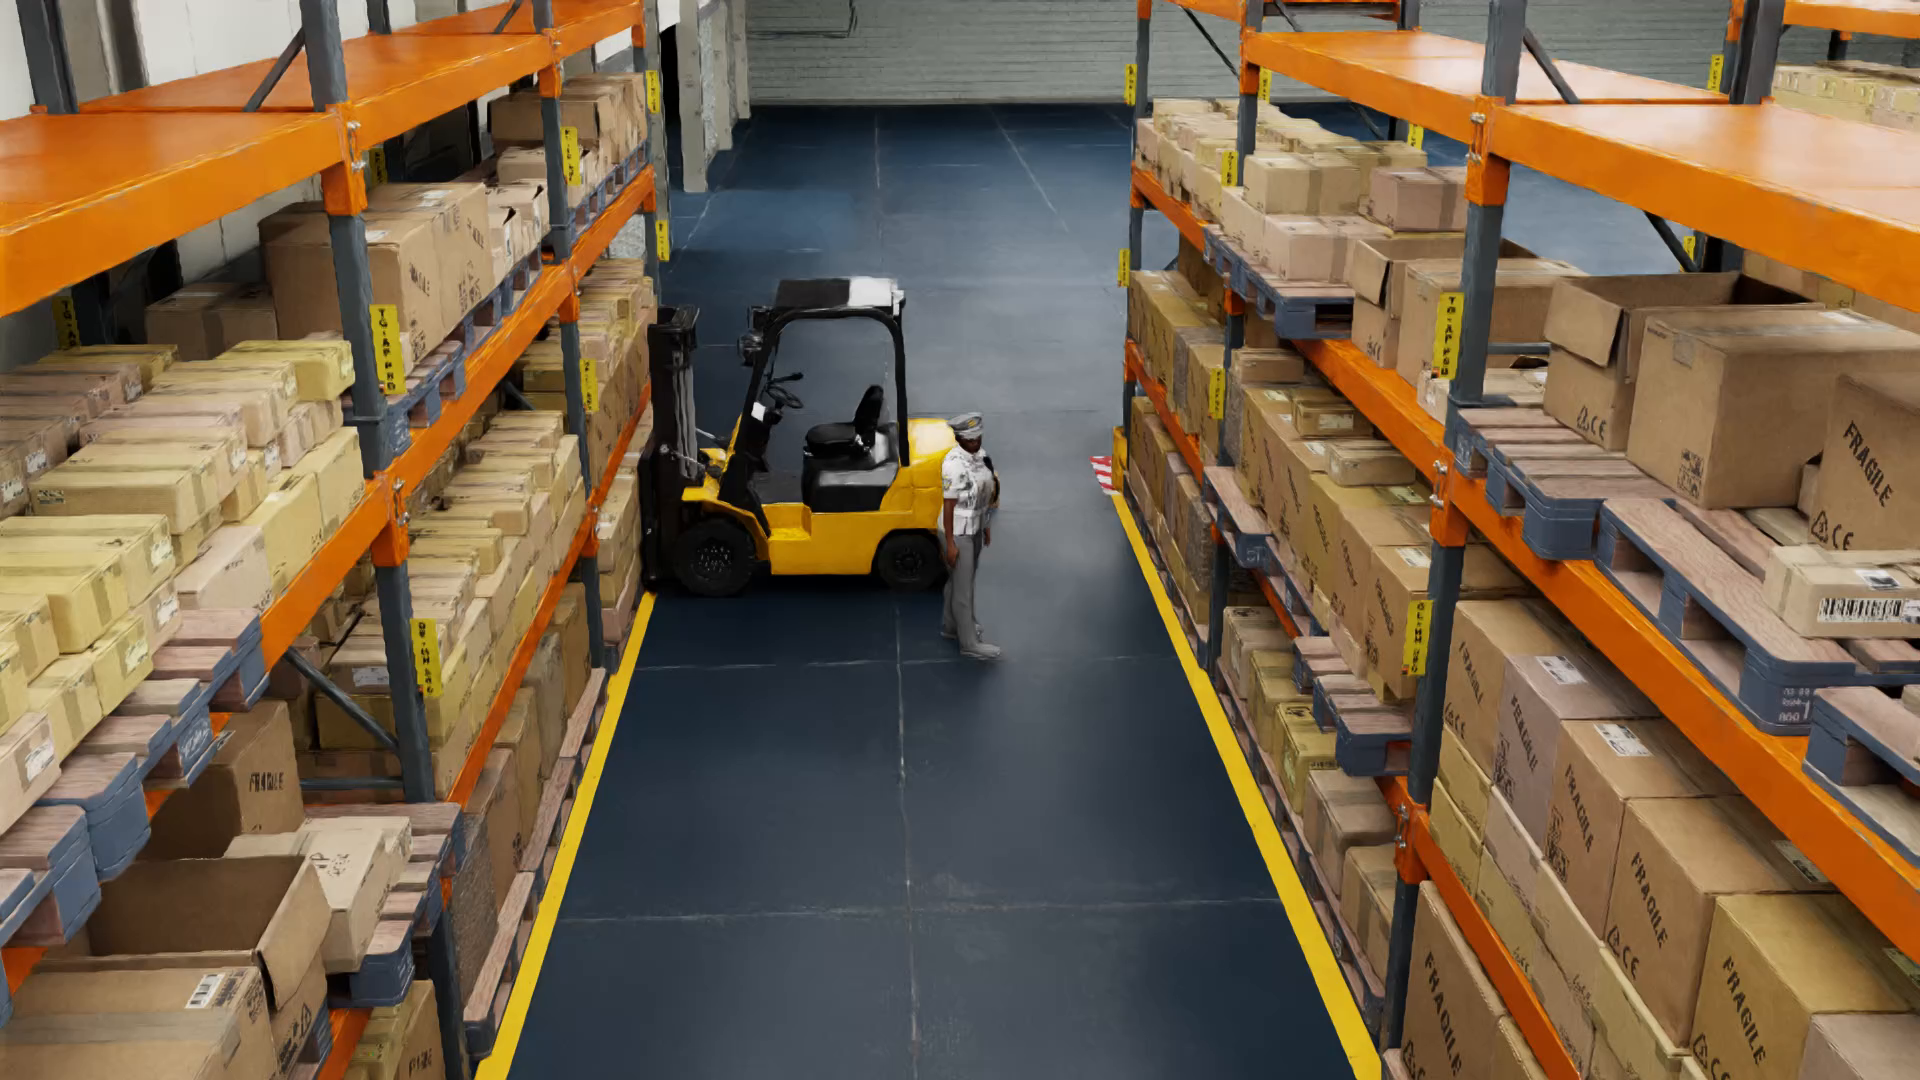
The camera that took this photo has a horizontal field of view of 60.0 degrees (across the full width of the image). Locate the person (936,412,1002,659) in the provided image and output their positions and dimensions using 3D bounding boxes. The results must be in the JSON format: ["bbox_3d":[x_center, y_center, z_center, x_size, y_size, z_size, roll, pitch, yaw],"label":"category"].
[{"bbox_3d":[0.072,-0.044,11.115,0.539,1.672,0.559,9,22,24],"label":"person"}]
